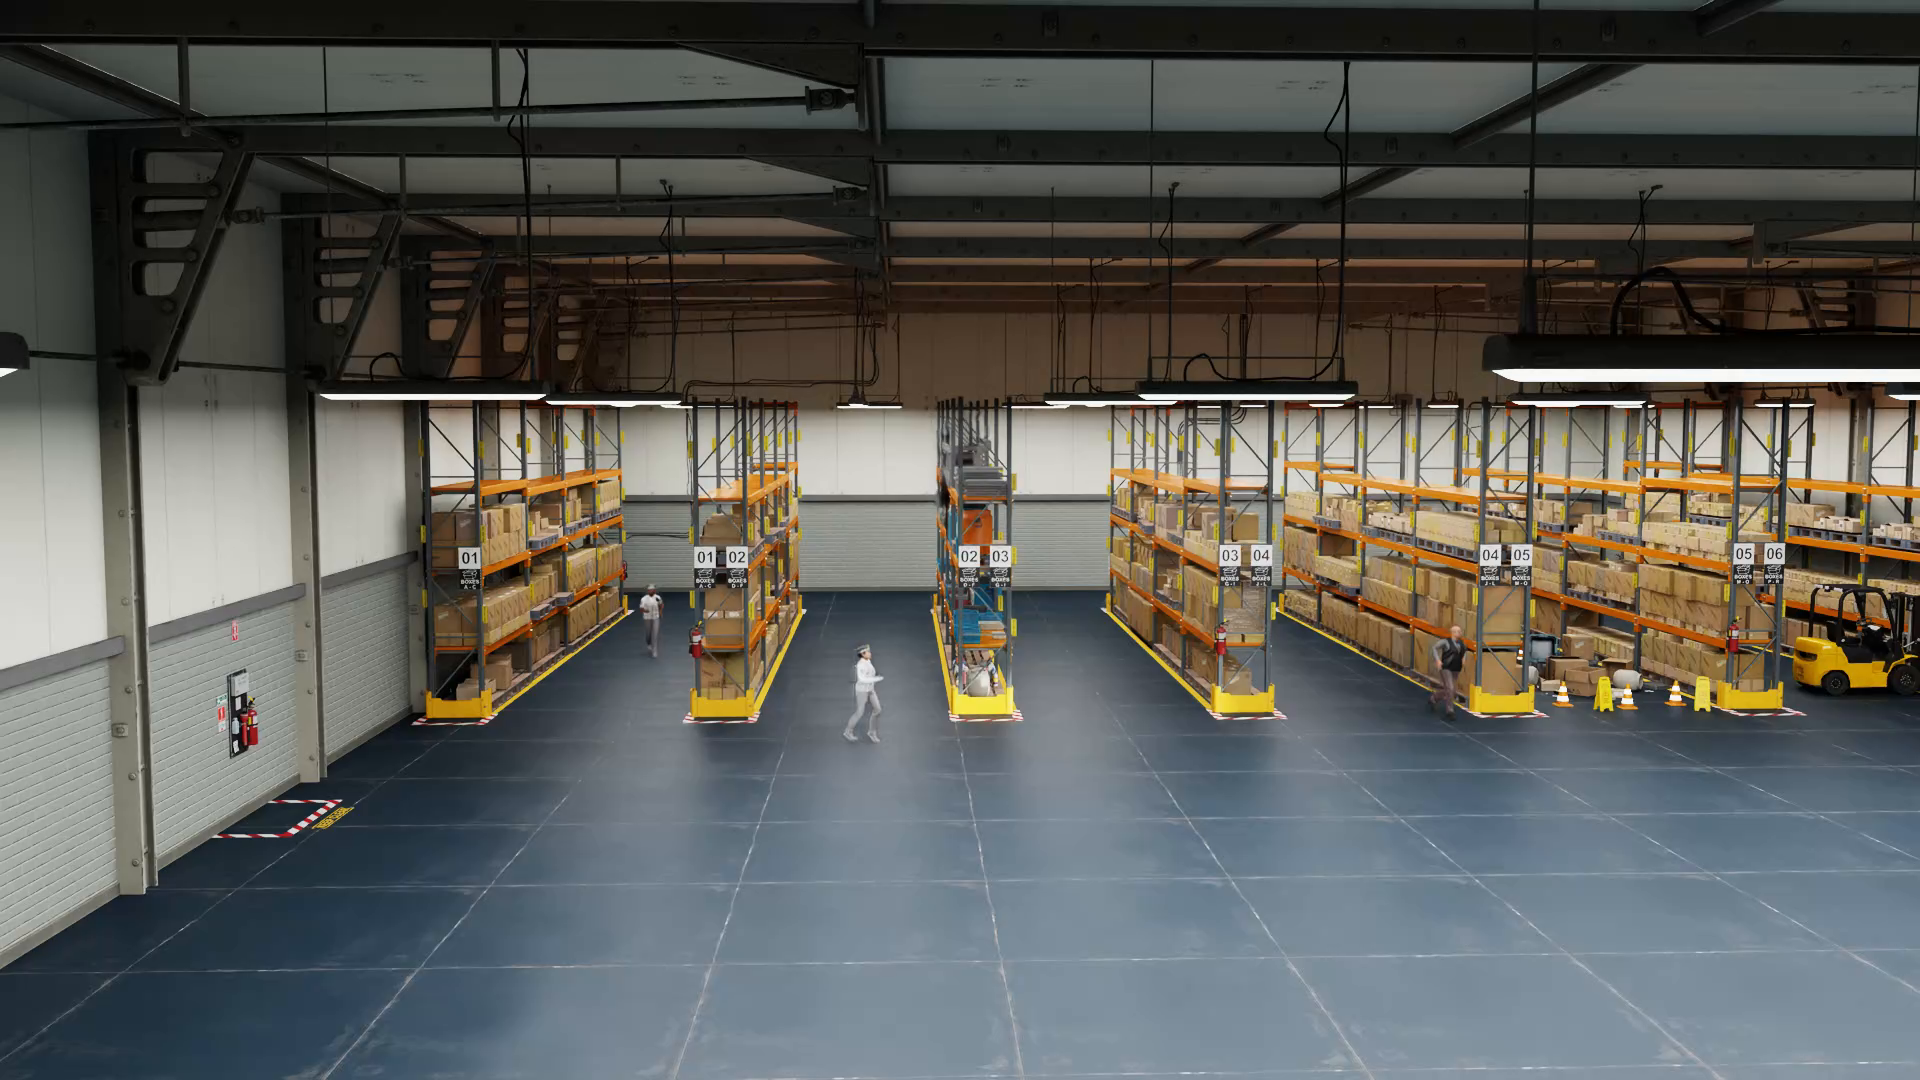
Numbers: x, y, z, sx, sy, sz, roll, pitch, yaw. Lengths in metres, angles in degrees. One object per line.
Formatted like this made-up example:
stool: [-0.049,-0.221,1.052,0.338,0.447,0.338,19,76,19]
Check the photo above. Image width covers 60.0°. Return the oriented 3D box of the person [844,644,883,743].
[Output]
person: [-1.654,2.662,28.722,0.737,1.755,0.632,2,5,20]

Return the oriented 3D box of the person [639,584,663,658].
person: [-7.204,1.860,38.869,0.579,1.699,0.923,-1,5,-15]

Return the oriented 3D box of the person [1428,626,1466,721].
person: [9.211,2.461,31.221,0.686,1.700,0.941,-2,5,-26]
